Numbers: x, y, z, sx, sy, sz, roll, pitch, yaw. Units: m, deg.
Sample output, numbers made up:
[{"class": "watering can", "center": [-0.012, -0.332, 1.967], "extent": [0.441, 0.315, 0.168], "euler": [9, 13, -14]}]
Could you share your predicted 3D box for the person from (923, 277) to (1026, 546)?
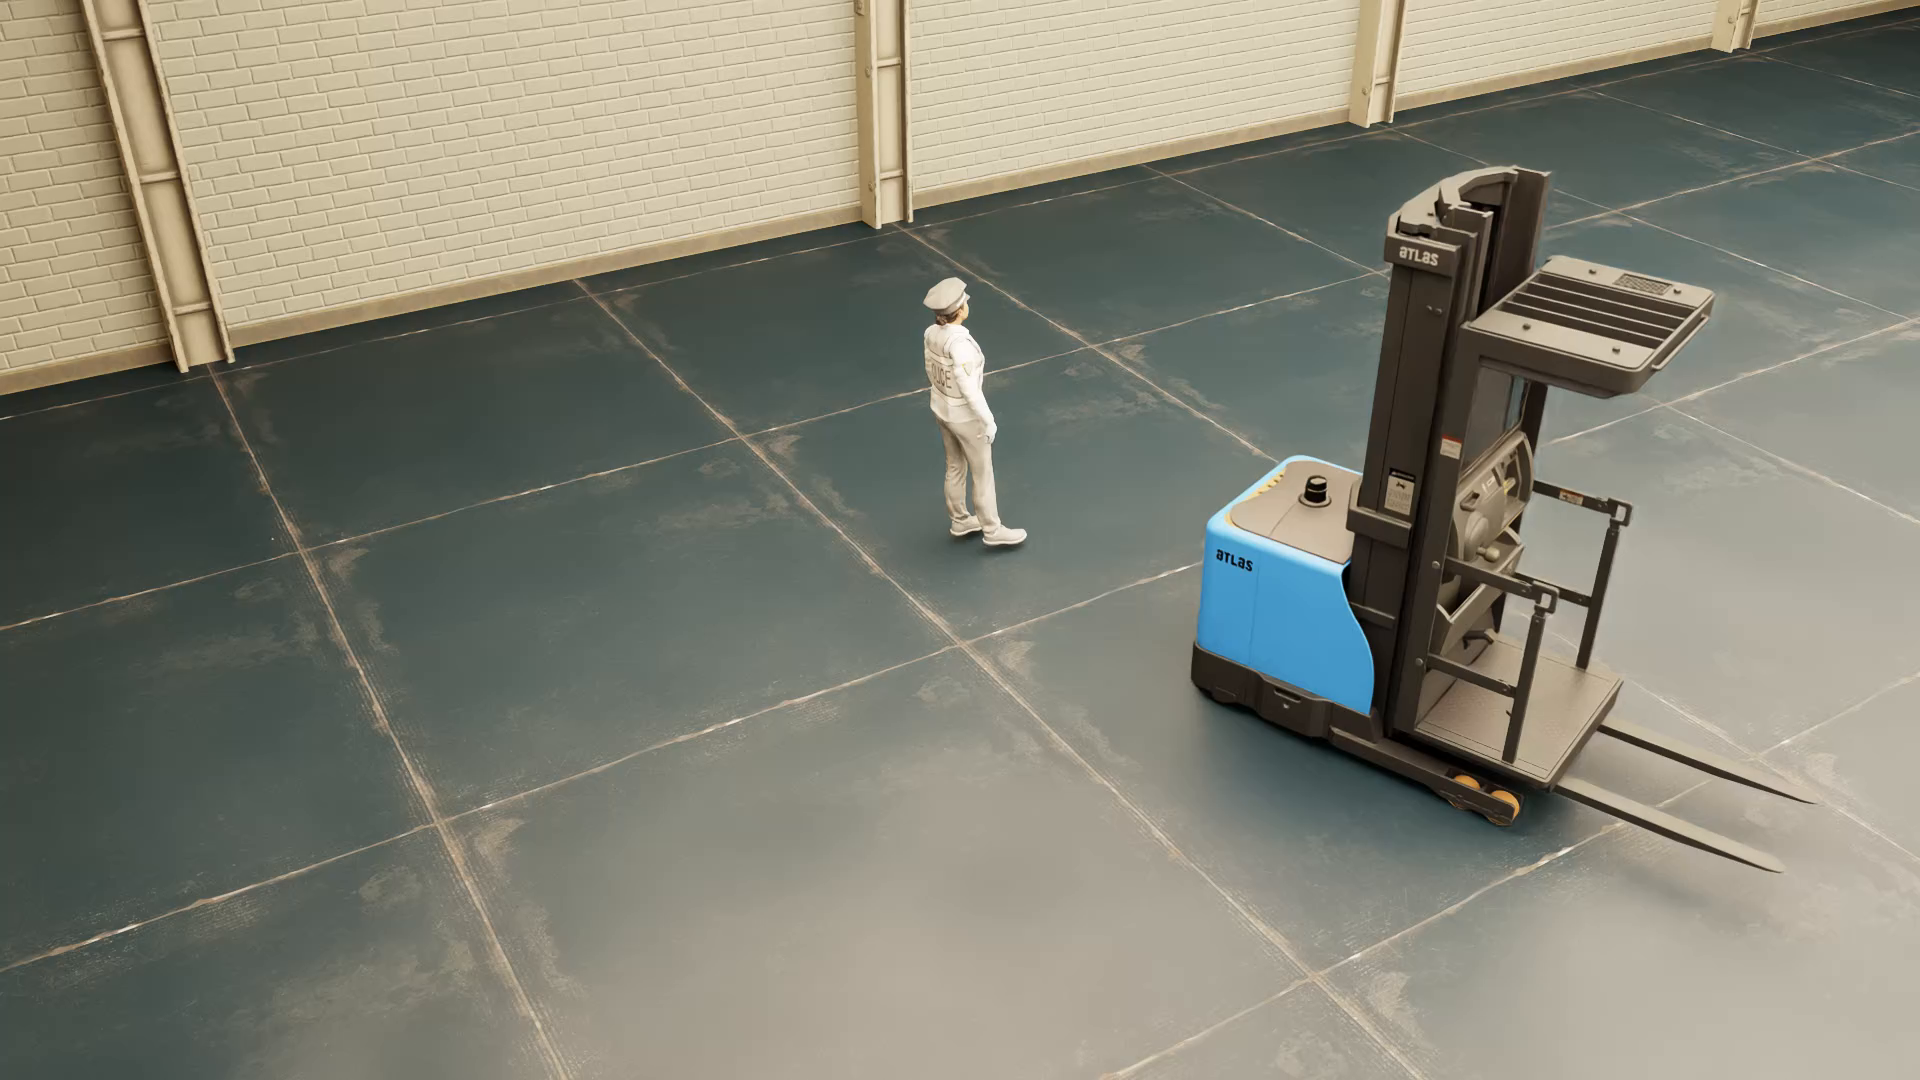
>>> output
[{"class": "person", "center": [0.062, -0.783, 10.066], "extent": [0.531, 1.695, 0.587], "euler": [-17, 35, -26]}]

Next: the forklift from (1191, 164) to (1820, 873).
[{"class": "forklift", "center": [2.738, -0.168, 7.928], "extent": [3.031, 2.935, 1.130], "euler": [22, 37, 32]}]
